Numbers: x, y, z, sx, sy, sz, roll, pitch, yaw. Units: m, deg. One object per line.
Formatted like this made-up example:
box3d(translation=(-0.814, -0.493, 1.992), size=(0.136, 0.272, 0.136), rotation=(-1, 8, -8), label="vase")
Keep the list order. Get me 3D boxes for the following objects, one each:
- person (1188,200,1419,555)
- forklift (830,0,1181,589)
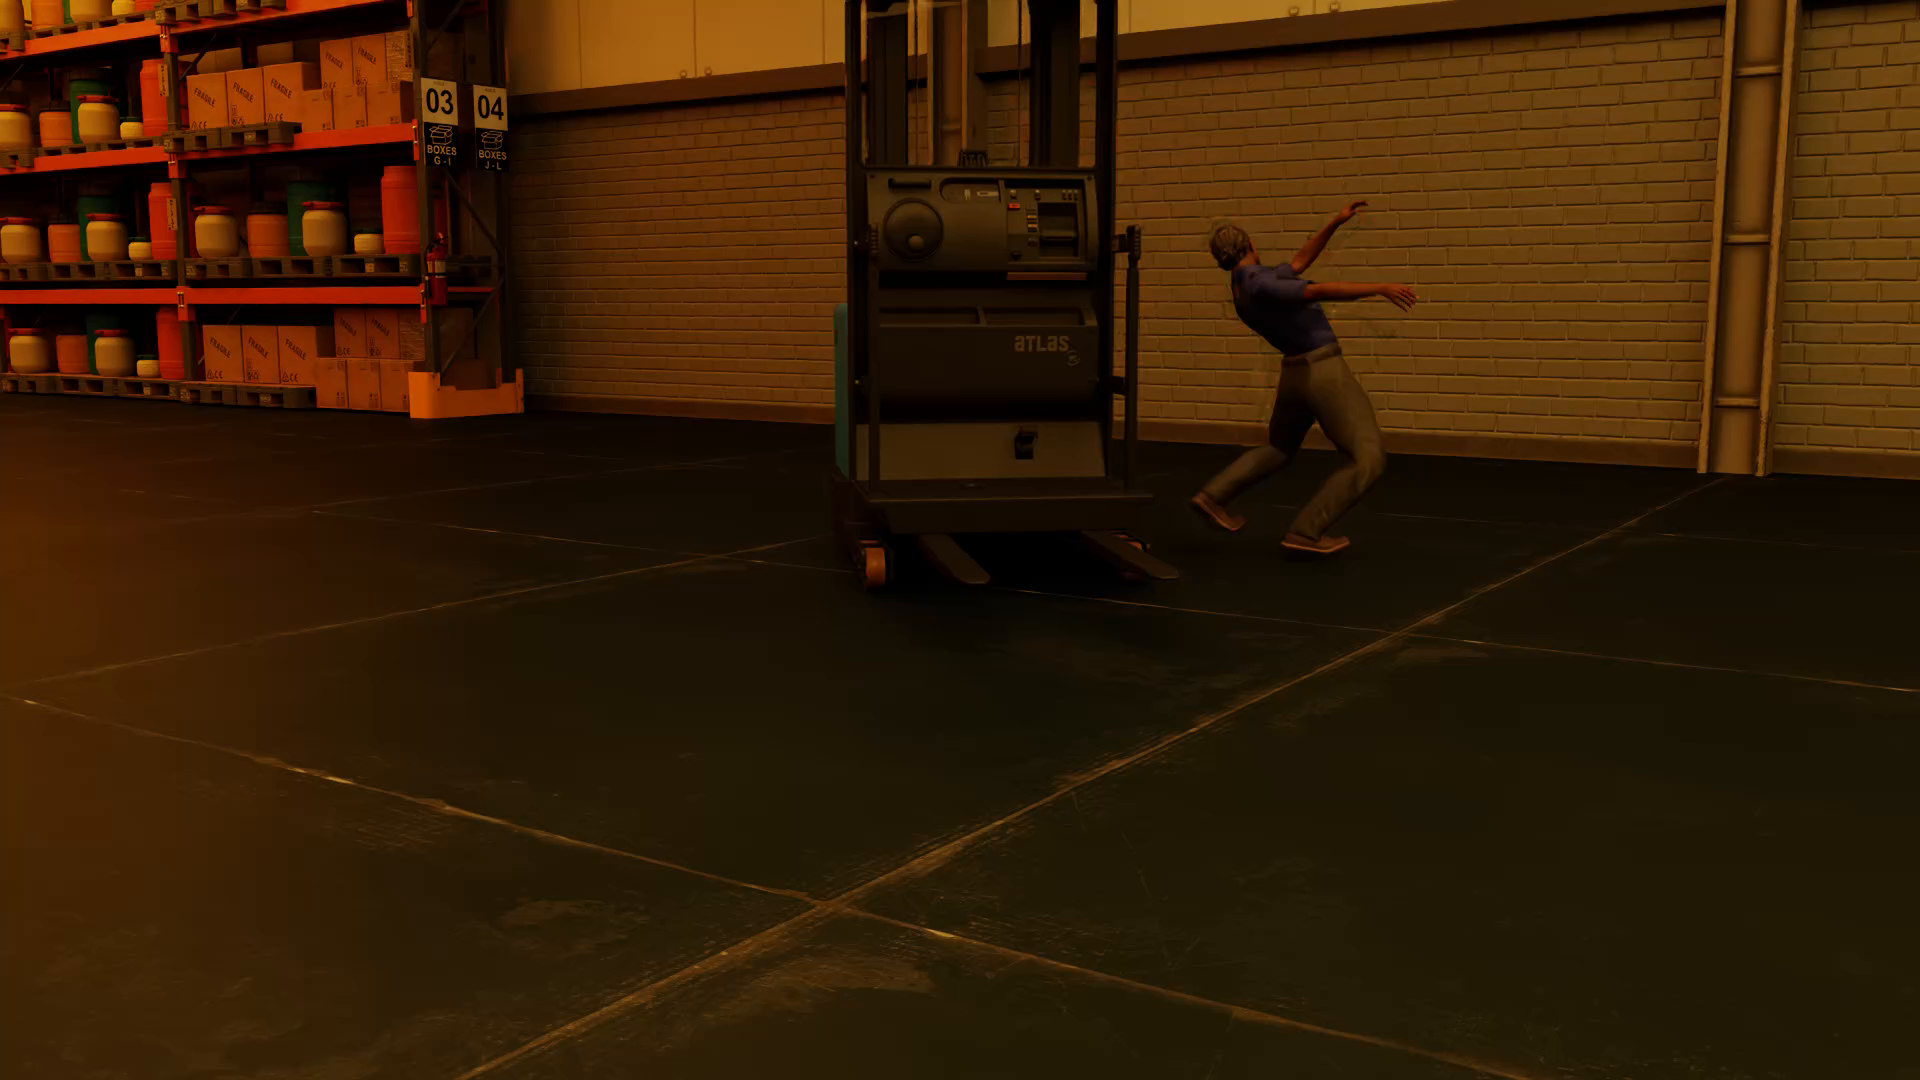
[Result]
box3d(translation=(1.470, -0.677, 6.923), size=(0.653, 1.476, 1.019), rotation=(-3, 9, -21), label="person")
box3d(translation=(0.126, -1.316, 6.450), size=(1.130, 2.935, 3.031), rotation=(-1, 8, -9), label="forklift")
